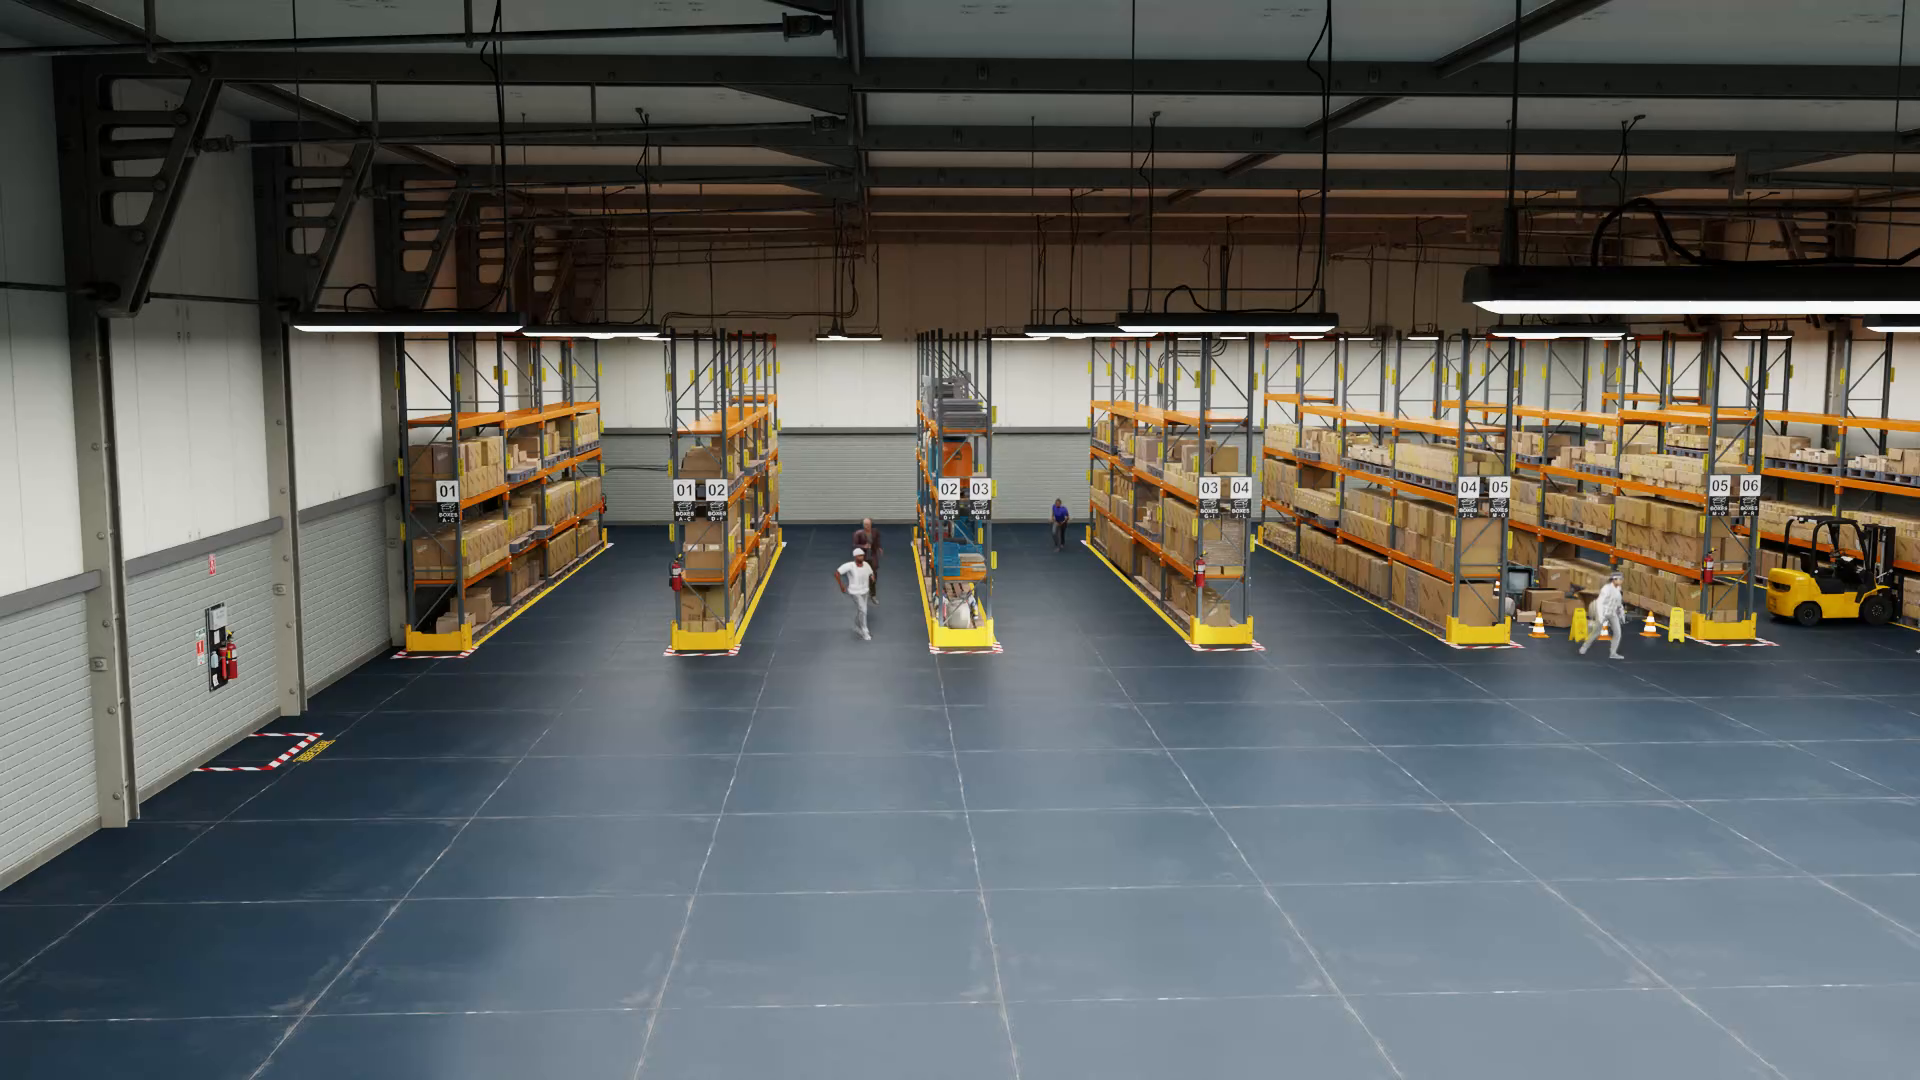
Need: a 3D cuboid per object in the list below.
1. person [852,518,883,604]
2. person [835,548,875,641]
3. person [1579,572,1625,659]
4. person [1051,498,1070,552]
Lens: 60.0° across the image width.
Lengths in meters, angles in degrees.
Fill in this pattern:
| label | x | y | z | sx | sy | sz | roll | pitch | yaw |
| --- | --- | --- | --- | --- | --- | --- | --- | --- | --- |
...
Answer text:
| label | x | y | z | sx | sy | sz | roll | pitch | yaw |
| --- | --- | --- | --- | --- | --- | --- | --- | --- | --- |
| person | -1.978 | 0.428 | 35.420 | 0.699 | 1.821 | 1.026 | -2 | 7 | -13 |
| person | -1.996 | 1.059 | 32.320 | 0.805 | 1.825 | 0.722 | -6 | 9 | -41 |
| person | 11.793 | 1.350 | 30.420 | 0.661 | 1.607 | 0.833 | -3 | 7 | -26 |
| person | 2.796 | -0.421 | 45.970 | 0.566 | 1.431 | 1.029 | 2 | 7 | 19 |
